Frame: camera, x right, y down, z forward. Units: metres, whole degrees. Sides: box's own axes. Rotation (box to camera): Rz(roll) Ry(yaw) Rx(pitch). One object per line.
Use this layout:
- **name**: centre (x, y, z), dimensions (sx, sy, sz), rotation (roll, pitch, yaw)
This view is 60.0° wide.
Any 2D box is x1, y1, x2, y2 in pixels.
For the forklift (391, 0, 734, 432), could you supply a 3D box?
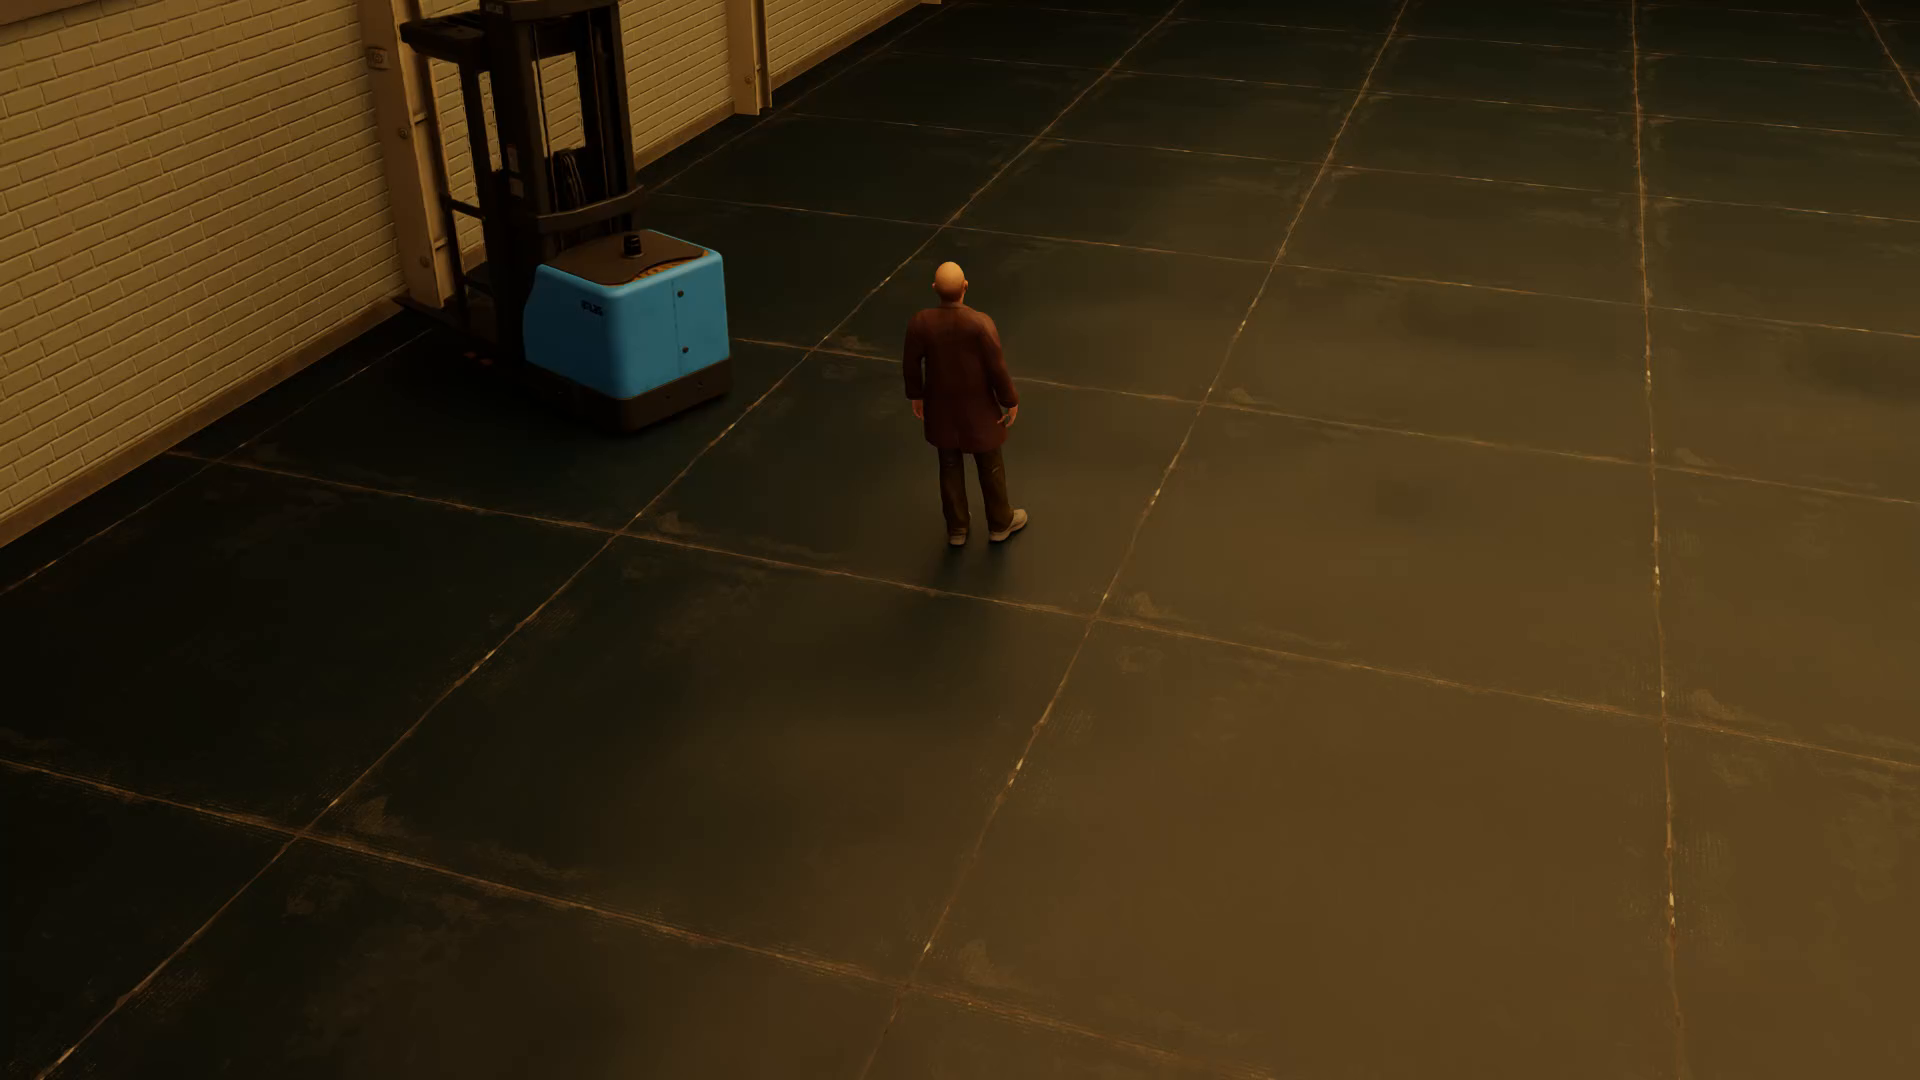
- **forklift**: centre (-3.062, -2.604, 11.704), dimensions (3.031, 2.935, 1.130), rotation (23, 37, 34)

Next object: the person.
- **person**: centre (0.033, -0.821, 9.727), dimensions (0.698, 1.777, 0.579), rotation (10, 31, 16)
